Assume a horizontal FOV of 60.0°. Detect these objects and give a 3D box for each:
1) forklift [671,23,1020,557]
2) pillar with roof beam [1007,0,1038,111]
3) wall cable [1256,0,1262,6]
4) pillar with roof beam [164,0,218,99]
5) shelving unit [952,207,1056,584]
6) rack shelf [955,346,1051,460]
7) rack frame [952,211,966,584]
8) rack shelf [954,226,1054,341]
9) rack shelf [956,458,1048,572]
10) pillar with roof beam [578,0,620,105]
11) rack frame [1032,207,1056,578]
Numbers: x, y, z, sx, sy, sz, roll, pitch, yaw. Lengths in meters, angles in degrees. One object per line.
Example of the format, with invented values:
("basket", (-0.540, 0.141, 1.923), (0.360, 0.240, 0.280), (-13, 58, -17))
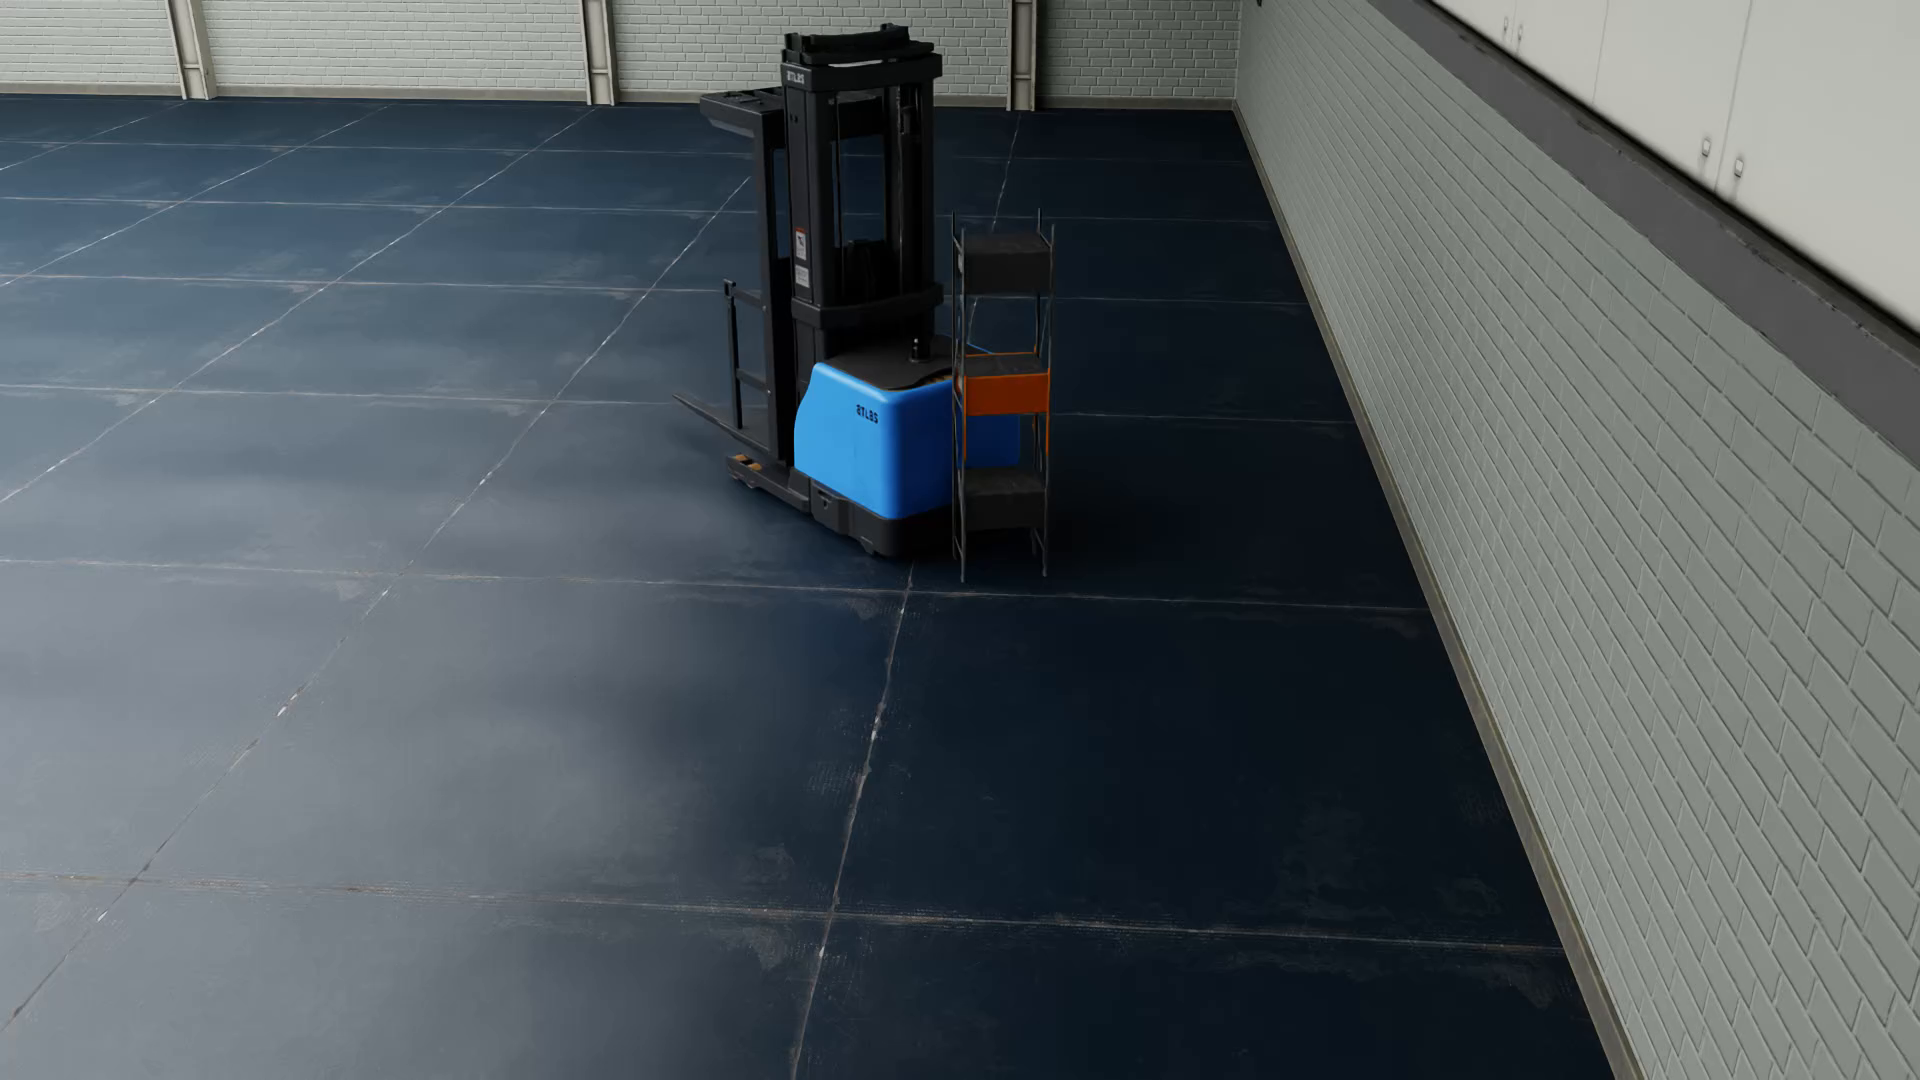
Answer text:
("forklift", (-0.913, -1.783, 10.619), (1.130, 2.935, 3.031), (-18, 30, -34))
("pillar with roof beam", (0.536, -8.381, 17.698), (0.400, 9.000, 9.100), (2, 25, 4))
("wall cable", (3.702, -8.119, 20.843), (0.112, 2.526, 3.097), (2, 25, 4))
("pillar with roof beam", (-11.428, -8.765, 18.532), (0.400, 9.000, 9.100), (2, 25, 4))
("shelving unit", (0.233, -0.797, 9.471), (0.503, 2.100, 0.431), (-4, 25, -8))
("rack shelf", (0.233, -0.785, 9.476), (0.480, 0.518, 0.431), (-4, 25, -8))
("rack frame", (-0.008, -0.781, 9.436), (0.015, 2.100, 0.400), (-4, 25, -8))
("rack shelf", (0.233, -1.421, 9.184), (0.480, 0.518, 0.431), (-4, 25, -8))
("rack shelf", (0.233, -0.149, 9.769), (0.480, 0.518, 0.431), (-4, 25, -8))
("pillar with roof beam", (-5.446, -8.573, 18.115), (0.400, 9.000, 9.100), (2, 25, 4))
("rack frame", (0.475, -0.813, 9.505), (0.015, 2.100, 0.400), (-4, 25, -8))
